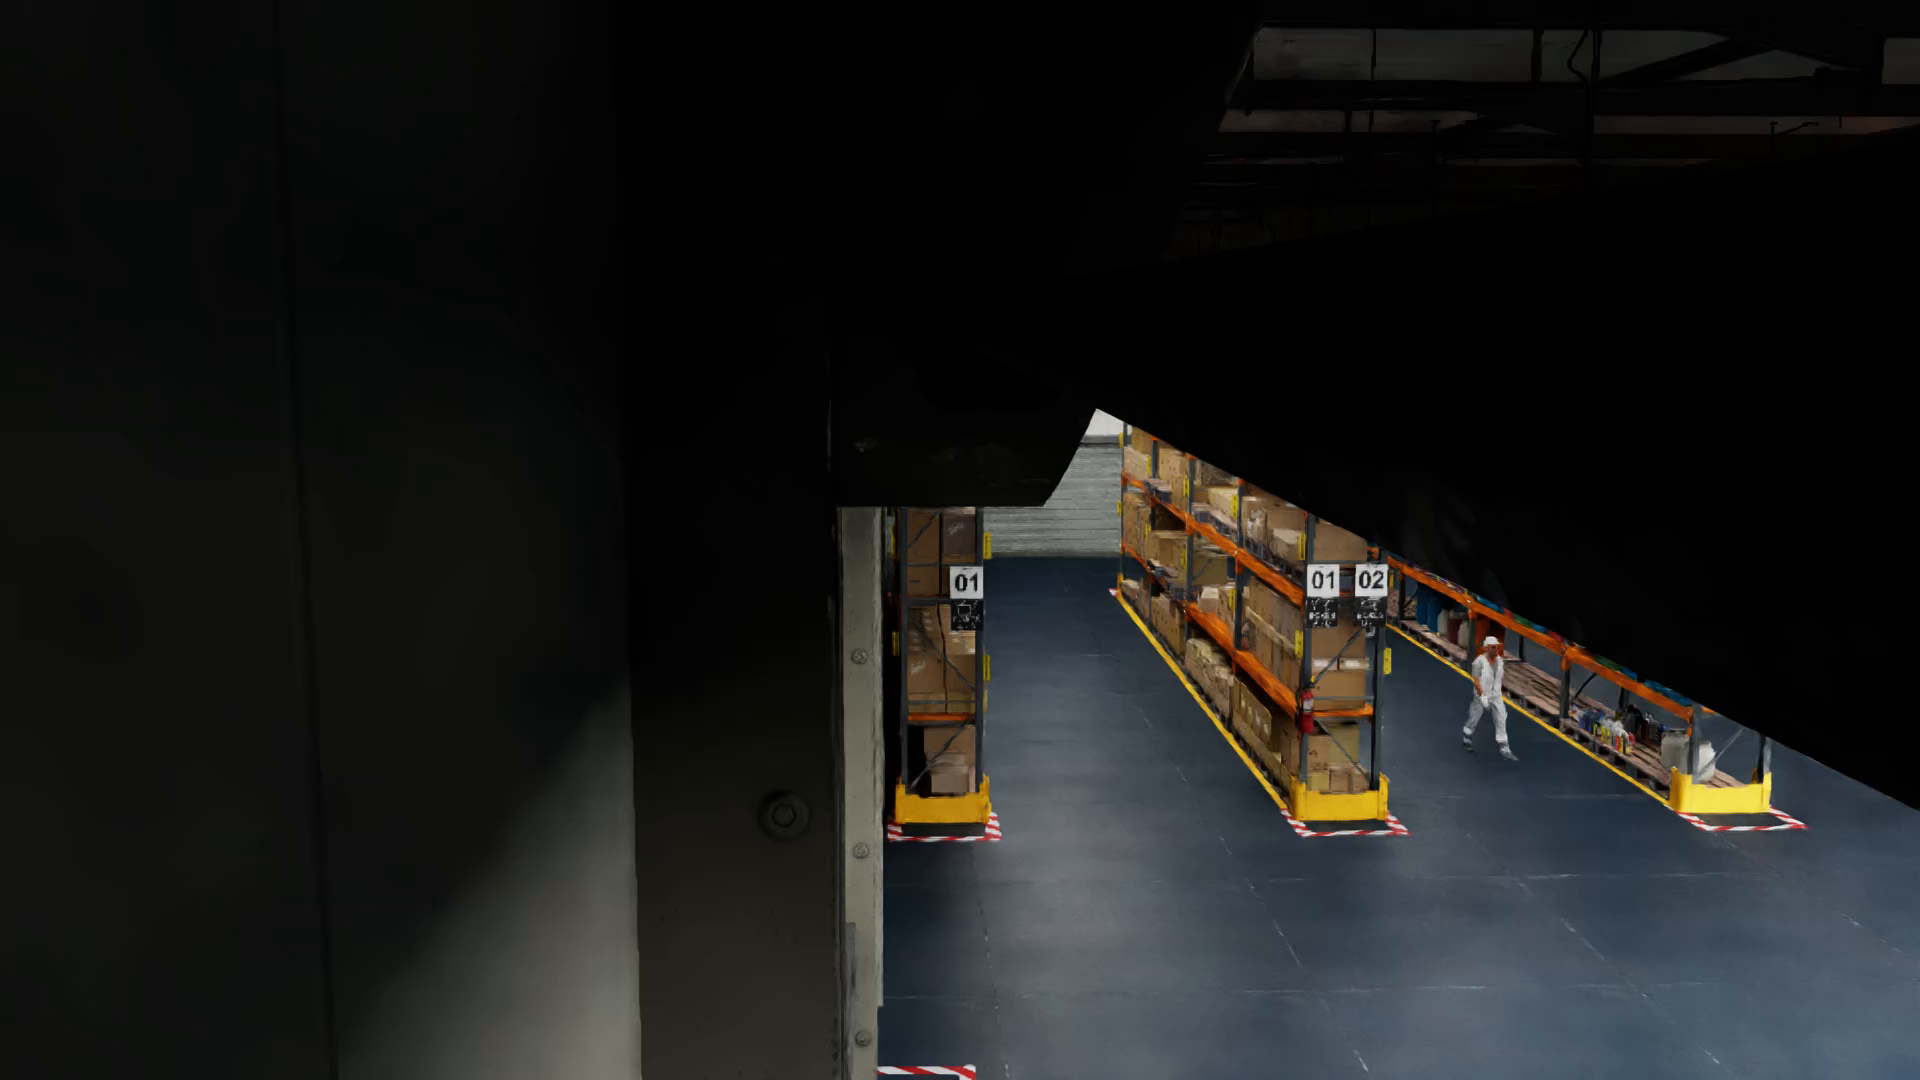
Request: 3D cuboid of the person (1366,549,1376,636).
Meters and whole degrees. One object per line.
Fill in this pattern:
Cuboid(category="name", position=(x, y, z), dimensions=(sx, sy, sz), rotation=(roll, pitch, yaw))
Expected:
Cuboid(category="person", position=(7.789, 0.991, 32.075), dimensions=(0.558, 1.663, 0.577), rotation=(2, 8, 13))

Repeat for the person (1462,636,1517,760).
Cuboid(category="person", position=(7.424, 2.194, 23.346), dimensions=(0.528, 1.728, 1.032), rotation=(-2, 8, -11))
